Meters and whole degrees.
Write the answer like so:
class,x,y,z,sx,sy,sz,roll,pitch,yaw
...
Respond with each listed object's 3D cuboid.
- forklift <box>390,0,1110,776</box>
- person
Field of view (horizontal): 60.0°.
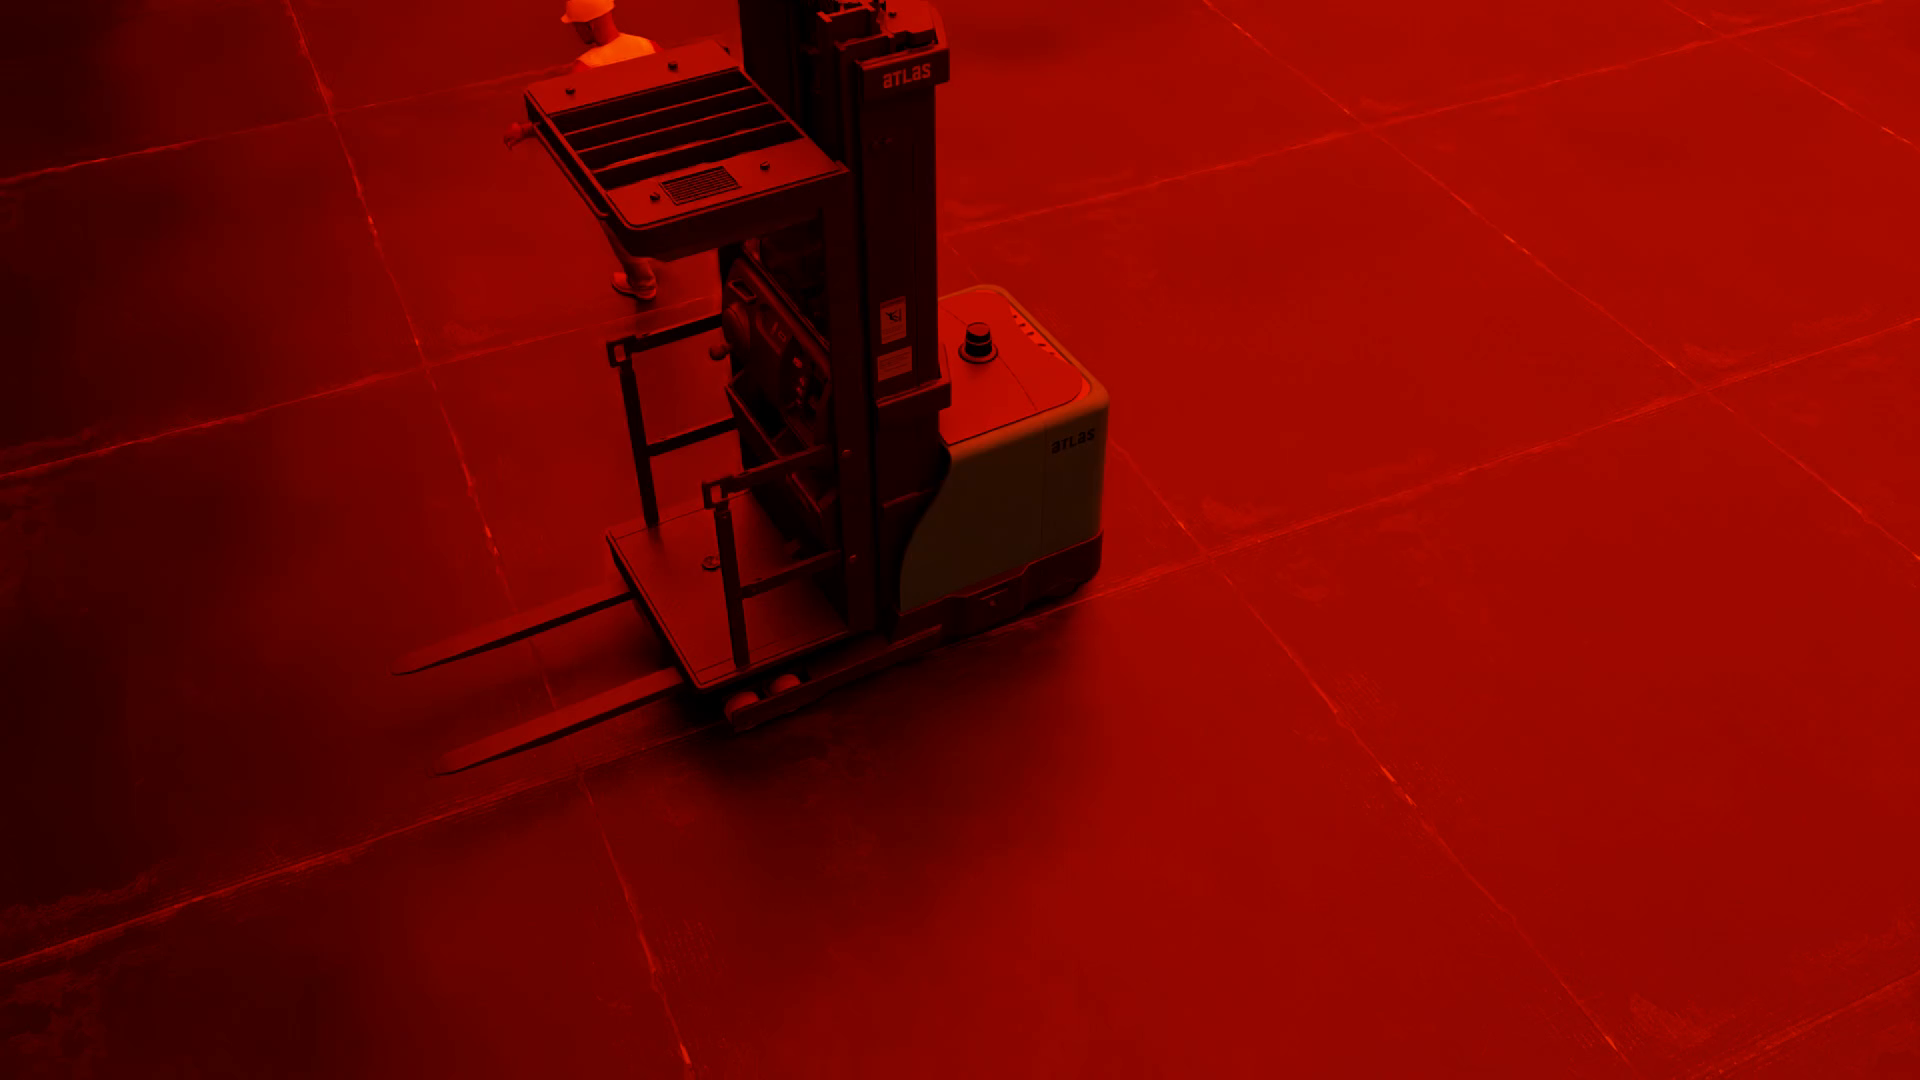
class,x,y,z,sx,sy,sz,roll,pitch,yaw
forklift,-0.897,-0.690,6.419,3.031,2.935,1.130,-21,47,-21
person,-1.870,-2.122,8.864,0.592,1.792,1.032,30,51,28
